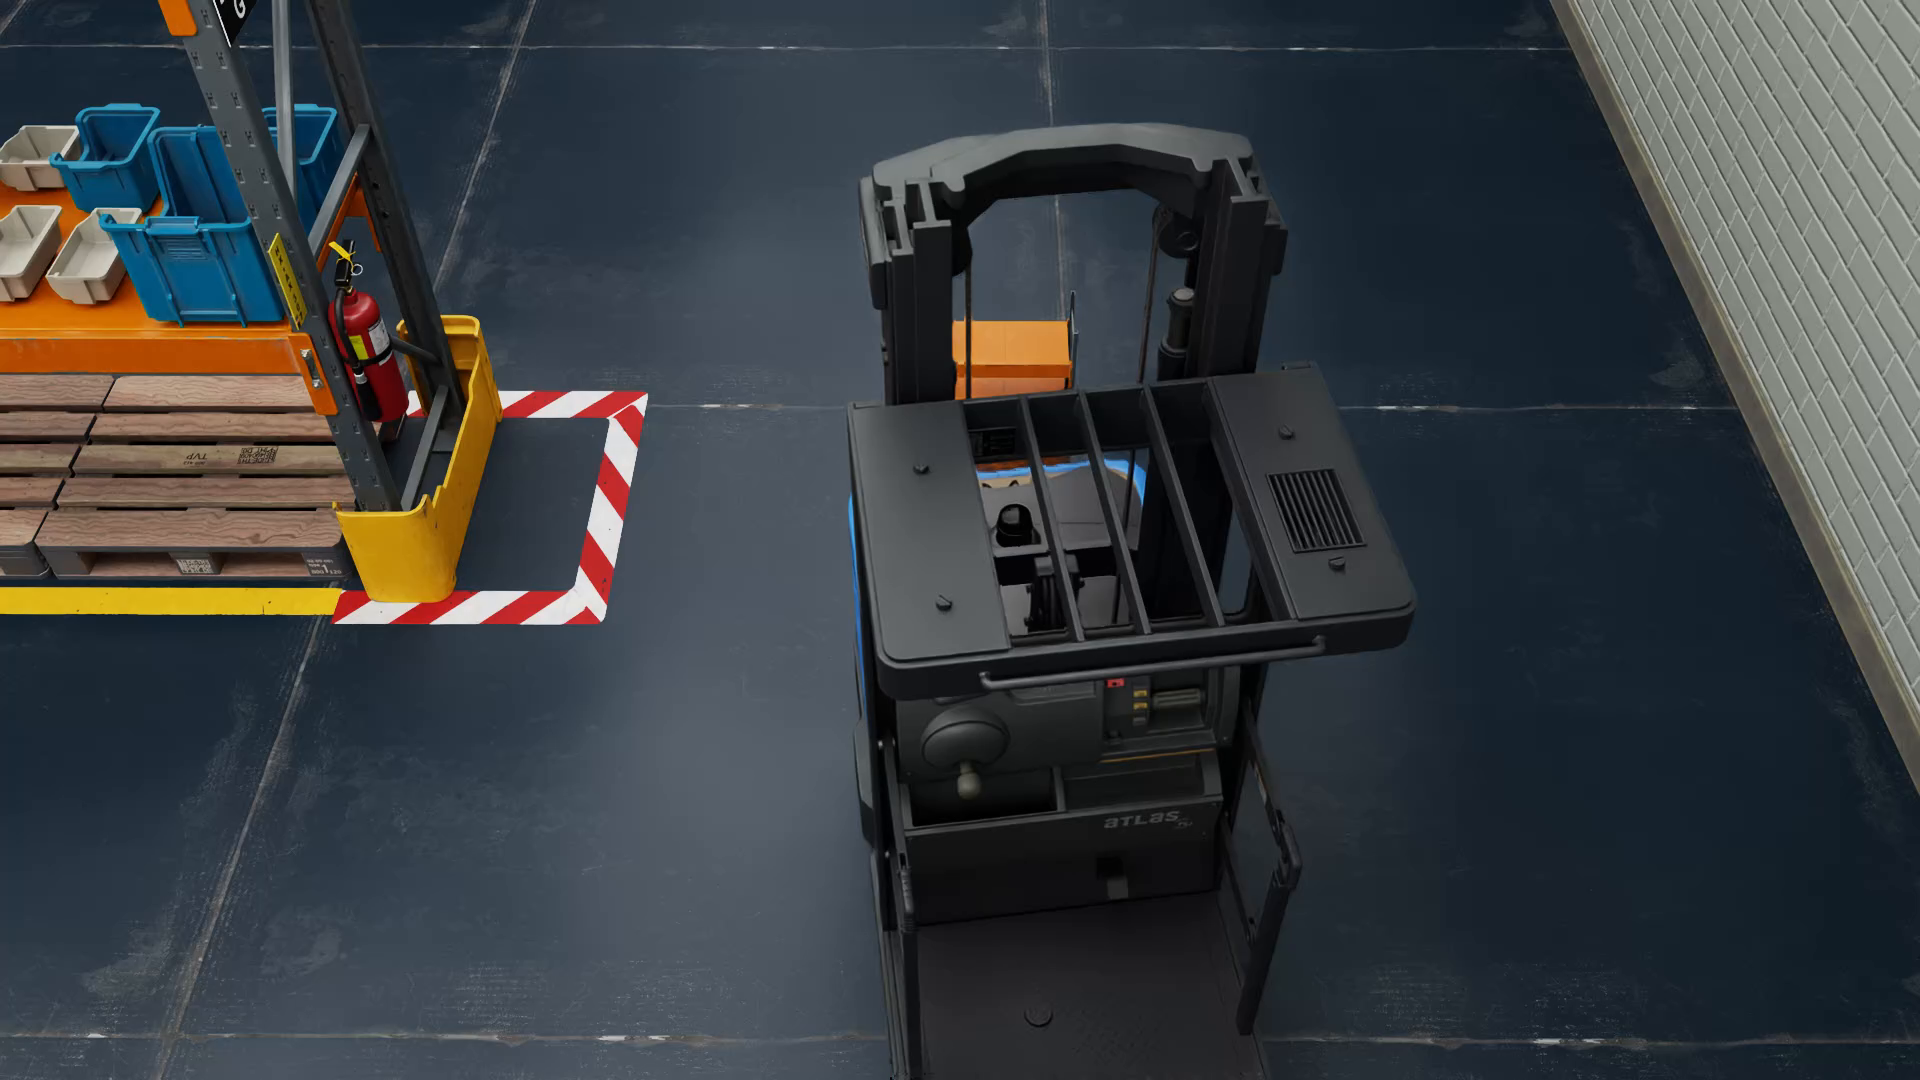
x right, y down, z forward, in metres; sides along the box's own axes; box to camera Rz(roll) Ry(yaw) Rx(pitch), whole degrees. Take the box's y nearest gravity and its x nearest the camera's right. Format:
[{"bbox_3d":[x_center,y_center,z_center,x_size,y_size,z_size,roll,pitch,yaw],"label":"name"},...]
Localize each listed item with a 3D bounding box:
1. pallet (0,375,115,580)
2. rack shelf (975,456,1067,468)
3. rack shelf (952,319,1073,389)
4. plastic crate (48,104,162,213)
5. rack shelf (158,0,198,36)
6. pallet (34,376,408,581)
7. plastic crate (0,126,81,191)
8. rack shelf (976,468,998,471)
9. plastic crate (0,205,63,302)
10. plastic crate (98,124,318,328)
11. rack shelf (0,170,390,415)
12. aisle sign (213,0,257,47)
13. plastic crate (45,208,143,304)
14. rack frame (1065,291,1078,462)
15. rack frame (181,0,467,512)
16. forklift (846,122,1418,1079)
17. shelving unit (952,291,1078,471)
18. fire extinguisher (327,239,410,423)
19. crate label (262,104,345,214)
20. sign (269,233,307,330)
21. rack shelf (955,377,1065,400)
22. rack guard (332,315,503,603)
[{"bbox_3d":[-4.259,-0.279,6.946,1.213,0.211,1.003,0,47,0],"label":"pallet"},{"bbox_3d":[0.166,-0.363,6.440,0.480,0.148,0.258,0,47,0],"label":"rack shelf"},{"bbox_3d":[0.166,-0.676,6.104,0.480,0.148,0.258,0,47,0],"label":"rack shelf"},{"bbox_3d":[-3.122,-1.399,6.158,0.300,0.233,0.416,0,47,0],"label":"plastic crate"},{"bbox_3d":[-4.218,-1.975,5.062,4.000,0.370,1.077,0,47,0],"label":"rack shelf"},{"bbox_3d":[-3.042,-0.273,6.941,1.213,0.211,1.003,0,47,0],"label":"pallet"},{"bbox_3d":[-3.462,-1.428,6.250,0.298,0.136,0.250,0,47,0],"label":"plastic crate"},{"bbox_3d":[0.166,-0.227,6.586,0.480,0.148,0.258,0,47,0],"label":"rack shelf"},{"bbox_3d":[-3.324,-1.004,5.855,0.243,0.136,0.396,0,47,0],"label":"plastic crate"},{"bbox_3d":[-2.553,-1.089,5.730,0.499,0.435,0.616,0,47,0],"label":"plastic crate"},{"bbox_3d":[-4.218,-0.953,6.160,4.000,0.370,1.077,0,47,0],"label":"rack shelf"},{"bbox_3d":[-2.147,-1.864,4.740,0.004,0.787,0.394,0,47,0],"label":"aisle sign"},{"bbox_3d":[-3.034,-0.993,5.845,0.243,0.136,0.396,0,47,0],"label":"plastic crate"},{"bbox_3d":[0.410,-0.408,6.391,0.015,1.200,0.240,0,47,0],"label":"rack frame"},{"bbox_3d":[-2.218,-1.193,5.892,0.127,3.000,1.000,0,47,0],"label":"rack frame"},{"bbox_3d":[0.322,0.562,4.306,1.130,2.935,3.031,-6,47,-5],"label":"forklift"},{"bbox_3d":[0.166,-0.408,6.391,0.503,1.200,0.258,0,47,0],"label":"shelving unit"},{"bbox_3d":[-2.069,-0.706,5.746,0.183,0.674,0.296,0,47,0],"label":"fire extinguisher"},{"bbox_3d":[-2.464,-1.398,6.156,0.303,0.233,0.416,0,47,0],"label":"crate label"},{"bbox_3d":[-2.204,-0.846,5.457,0.005,0.325,0.100,0,47,0],"label":"sign"},{"bbox_3d":[0.166,-0.515,6.277,0.480,0.148,0.258,0,47,0],"label":"rack shelf"},{"bbox_3d":[-2.194,-0.350,6.815,0.348,0.500,1.175,0,47,0],"label":"rack guard"}]
